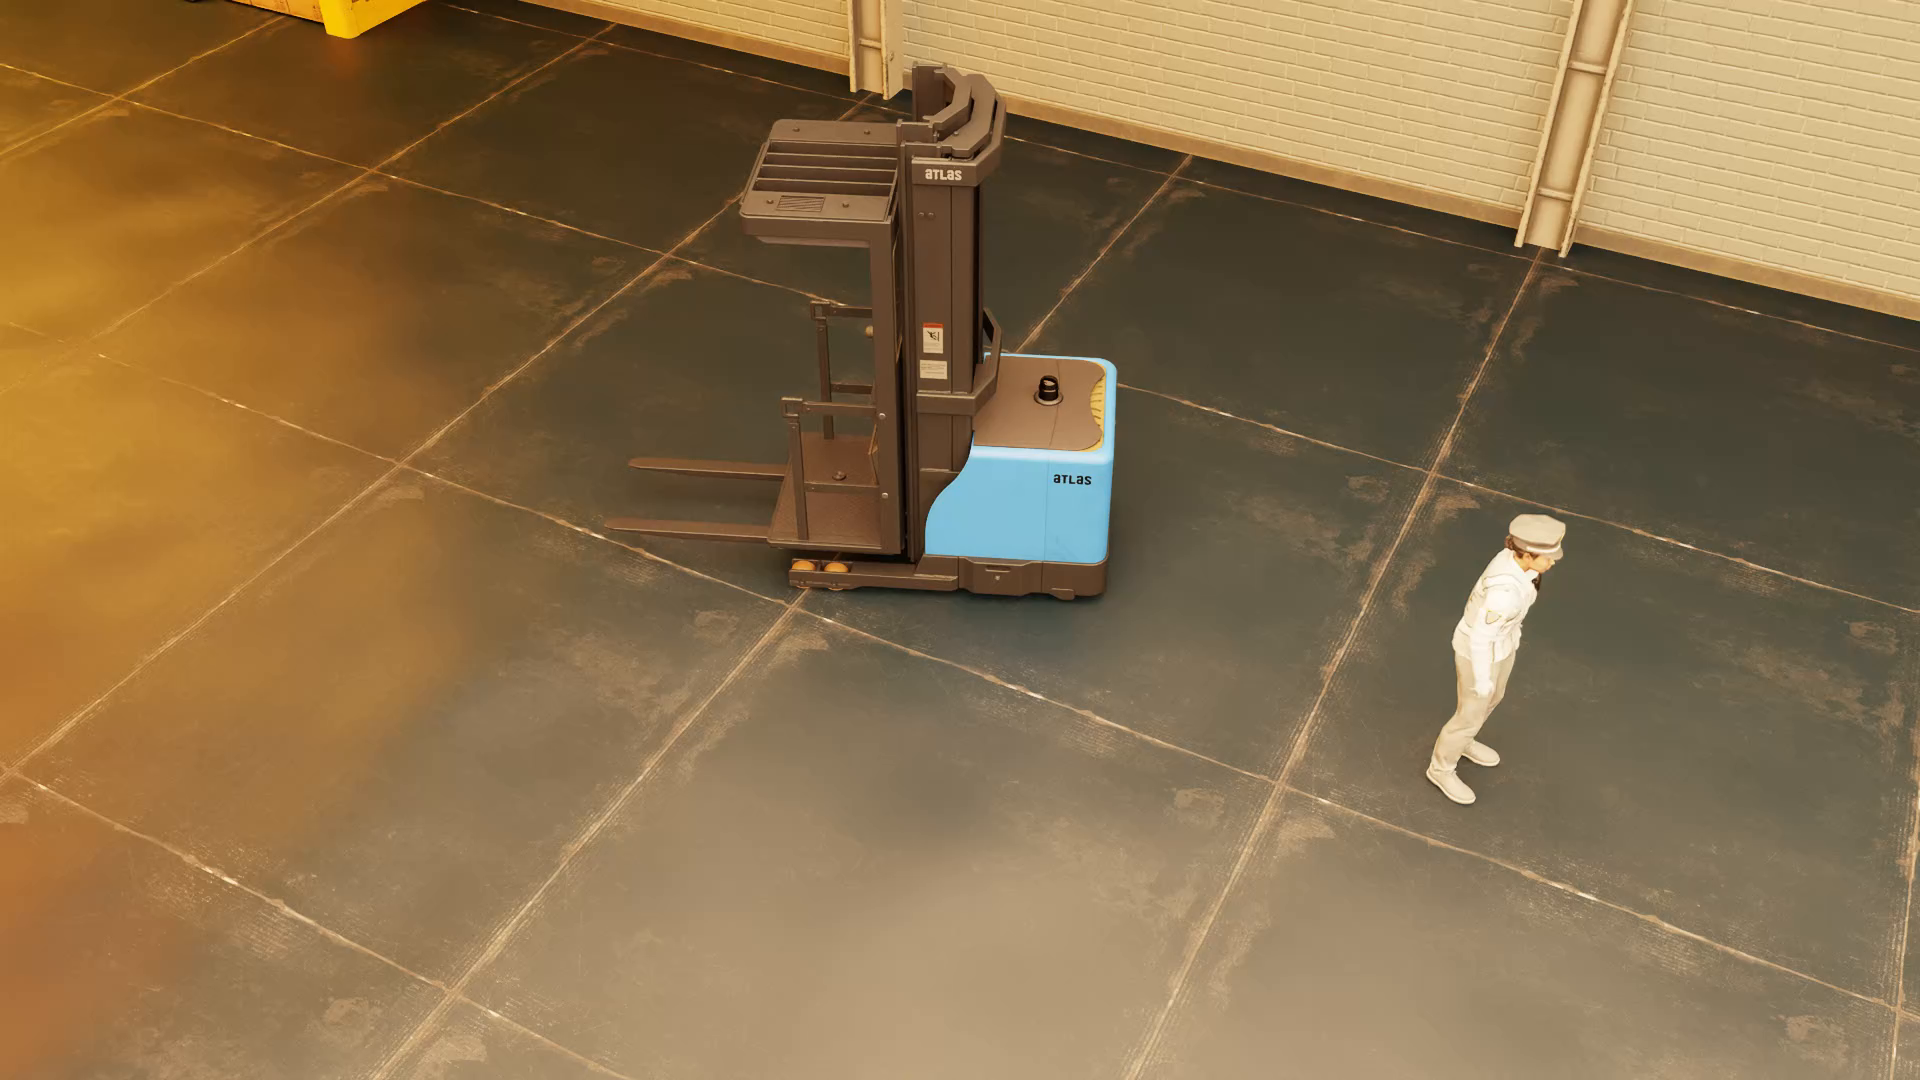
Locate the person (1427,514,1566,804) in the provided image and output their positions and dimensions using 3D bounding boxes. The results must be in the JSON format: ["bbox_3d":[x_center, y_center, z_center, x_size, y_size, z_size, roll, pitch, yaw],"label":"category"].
[{"bbox_3d":[2.659,0.555,8.312,0.372,1.665,0.543,24,46,26],"label":"person"}]

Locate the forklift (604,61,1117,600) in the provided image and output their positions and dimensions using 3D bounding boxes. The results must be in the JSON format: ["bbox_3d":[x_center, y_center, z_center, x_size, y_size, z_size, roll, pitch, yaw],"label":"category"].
[{"bbox_3d":[-0.606,-1.157,9.360,3.031,2.935,1.130,3,40,4],"label":"forklift"}]
